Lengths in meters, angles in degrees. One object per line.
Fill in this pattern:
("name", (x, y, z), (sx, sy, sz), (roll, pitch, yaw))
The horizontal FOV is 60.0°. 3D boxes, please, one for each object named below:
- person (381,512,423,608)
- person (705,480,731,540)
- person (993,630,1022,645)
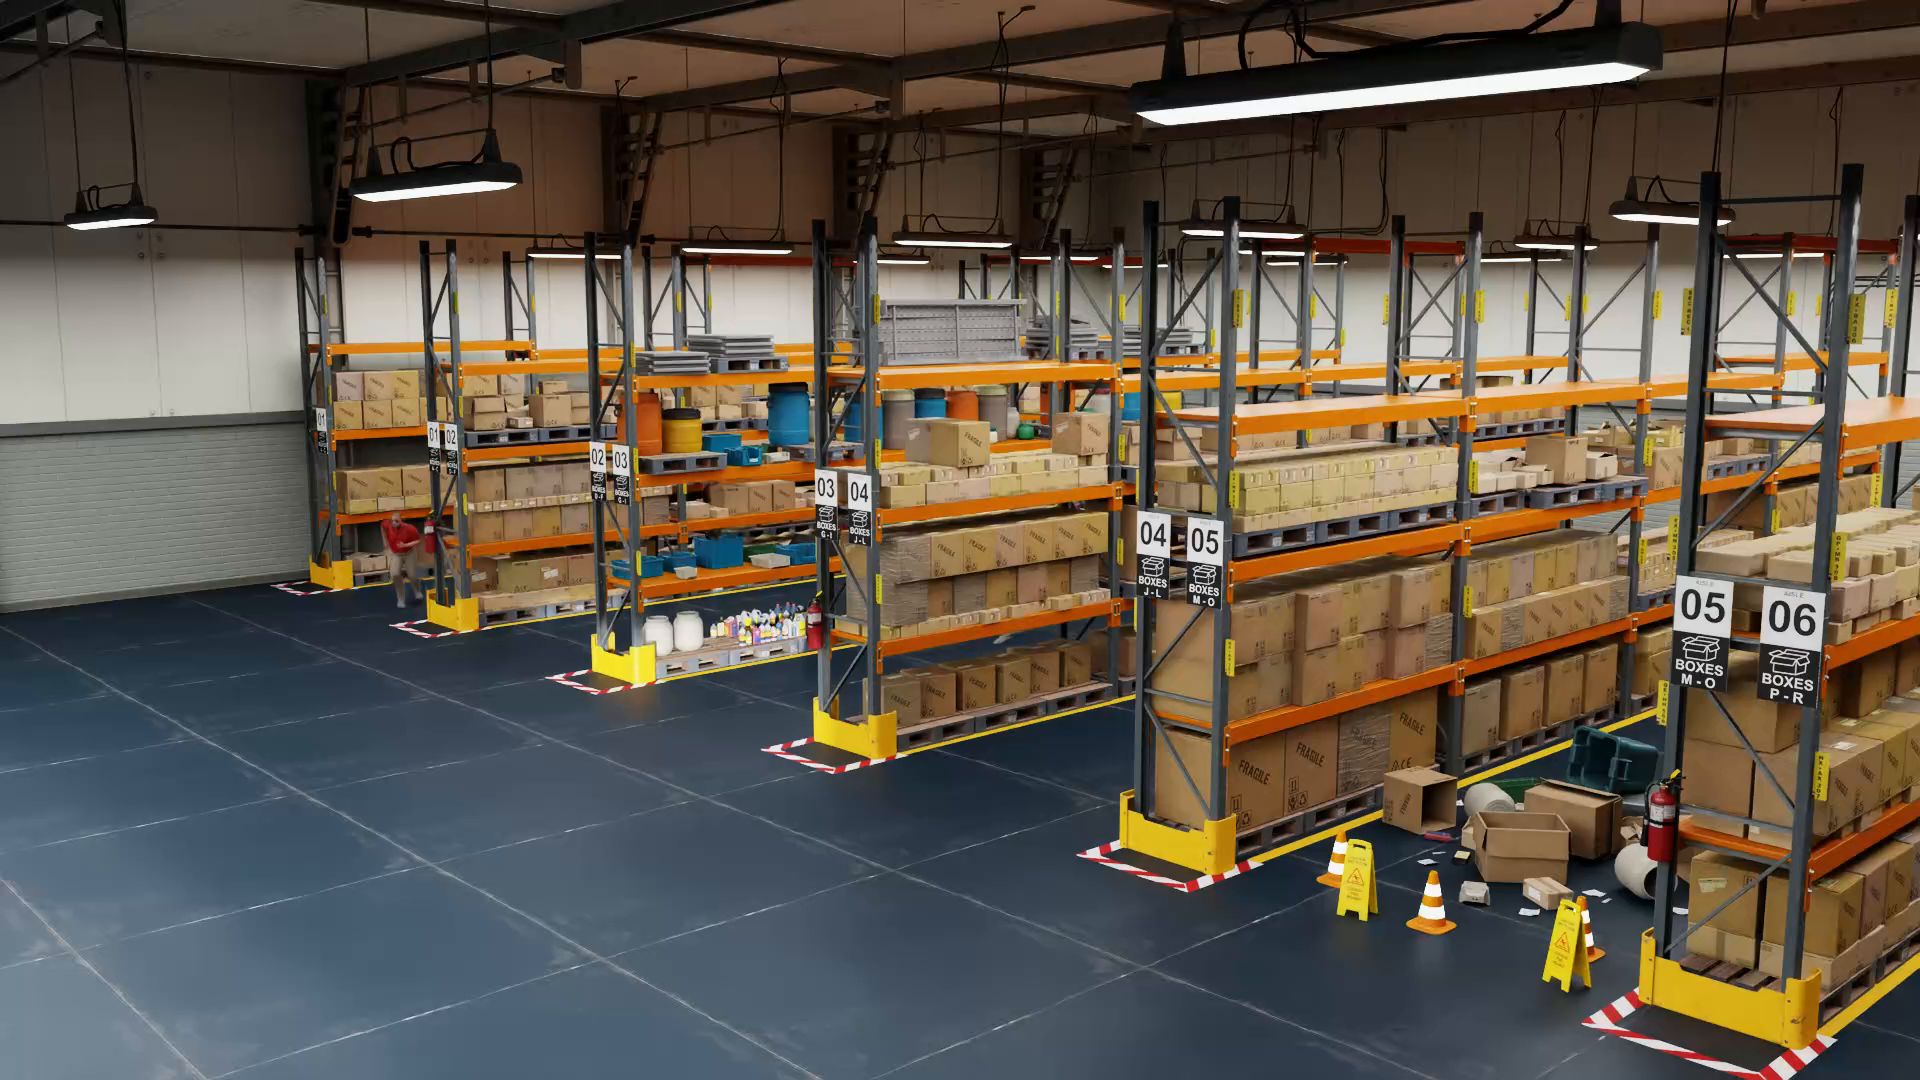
("person", (-9.318, 0.328, 27.851), (0.710, 1.676, 1.018), (0, 8, 2))
("person", (-4.802, -0.434, 33.120), (0.696, 1.524, 0.744), (5, 10, 29))
("person", (0.641, 0.630, 23.611), (0.788, 1.690, 0.733), (-4, 9, -27))
